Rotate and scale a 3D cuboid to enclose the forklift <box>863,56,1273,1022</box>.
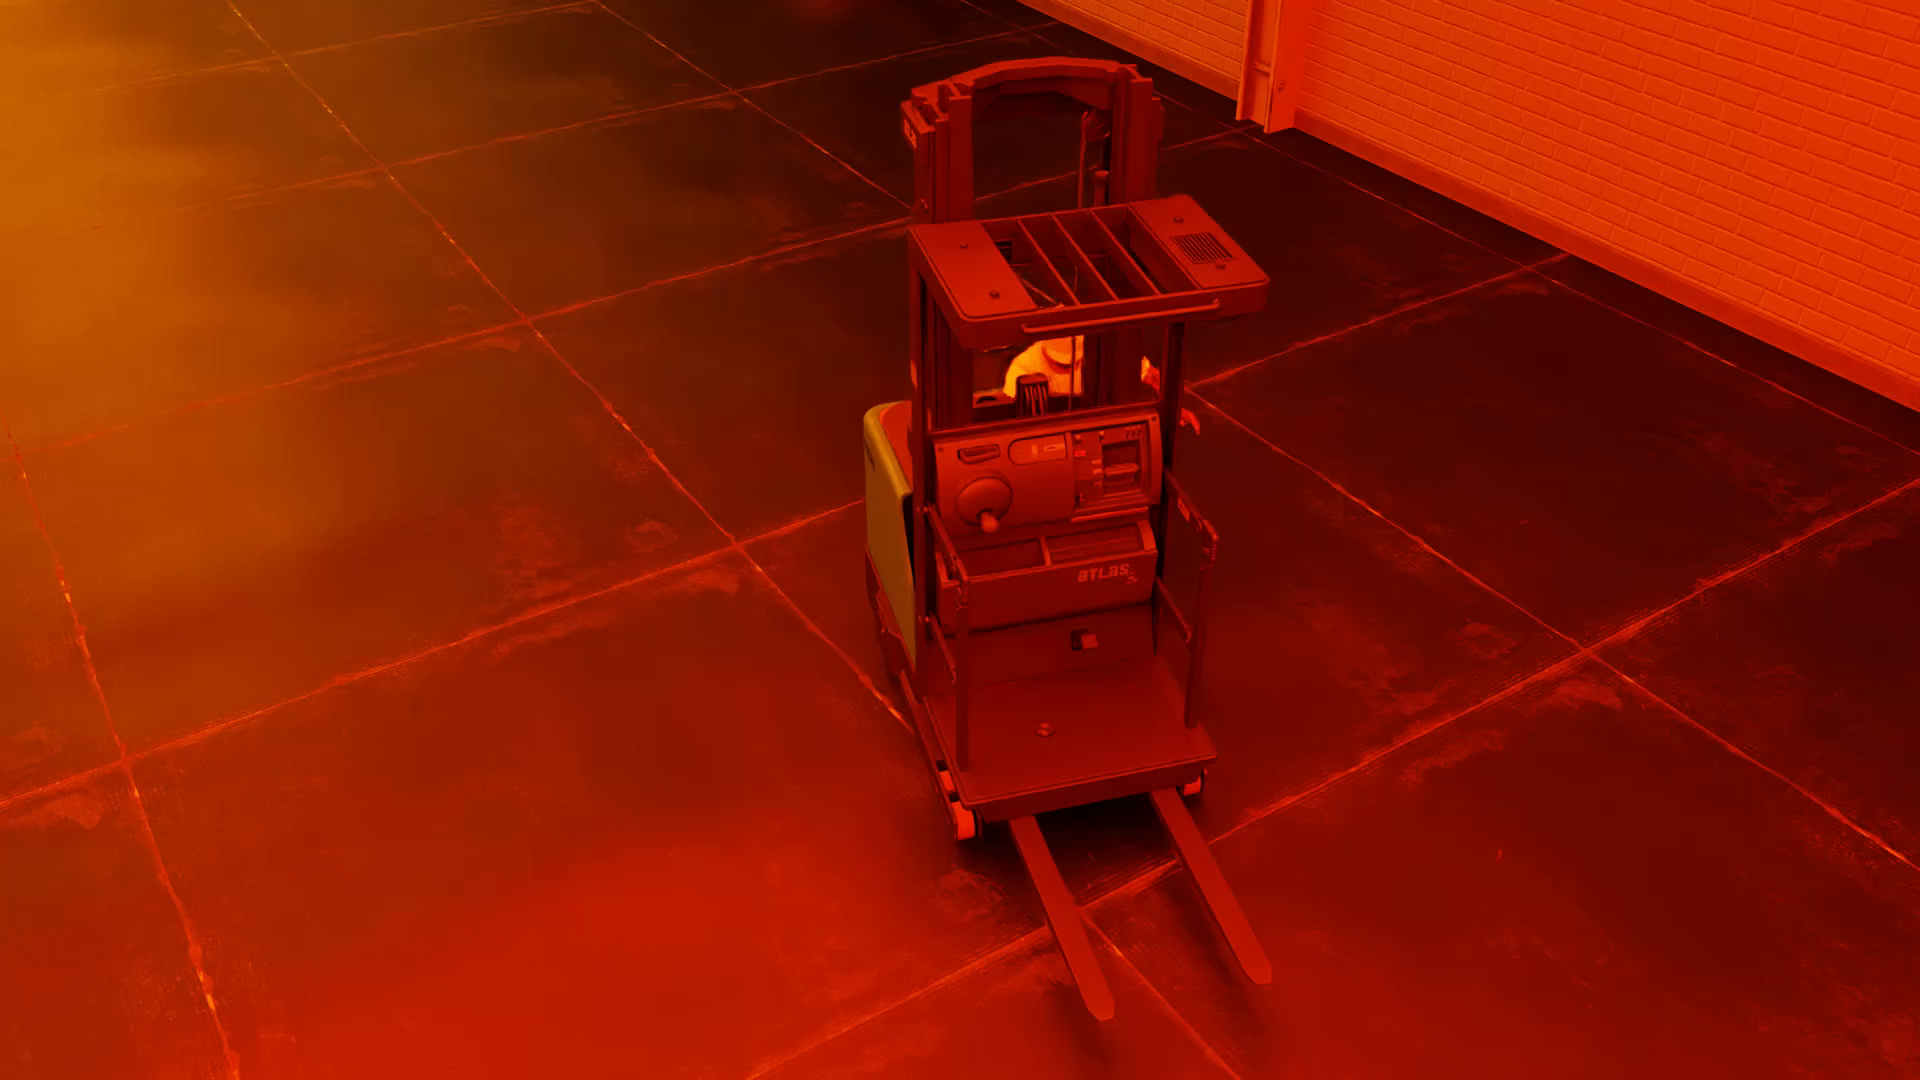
[{"bbox_3d":[0.415,-0.203,6.436,1.130,2.935,3.031,-9,36,-12],"label":"forklift"}]

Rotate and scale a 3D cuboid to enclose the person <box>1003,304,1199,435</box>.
[{"bbox_3d":[0.577,-0.388,7.917,1.016,1.536,0.775,-7,36,-10],"label":"person"}]
